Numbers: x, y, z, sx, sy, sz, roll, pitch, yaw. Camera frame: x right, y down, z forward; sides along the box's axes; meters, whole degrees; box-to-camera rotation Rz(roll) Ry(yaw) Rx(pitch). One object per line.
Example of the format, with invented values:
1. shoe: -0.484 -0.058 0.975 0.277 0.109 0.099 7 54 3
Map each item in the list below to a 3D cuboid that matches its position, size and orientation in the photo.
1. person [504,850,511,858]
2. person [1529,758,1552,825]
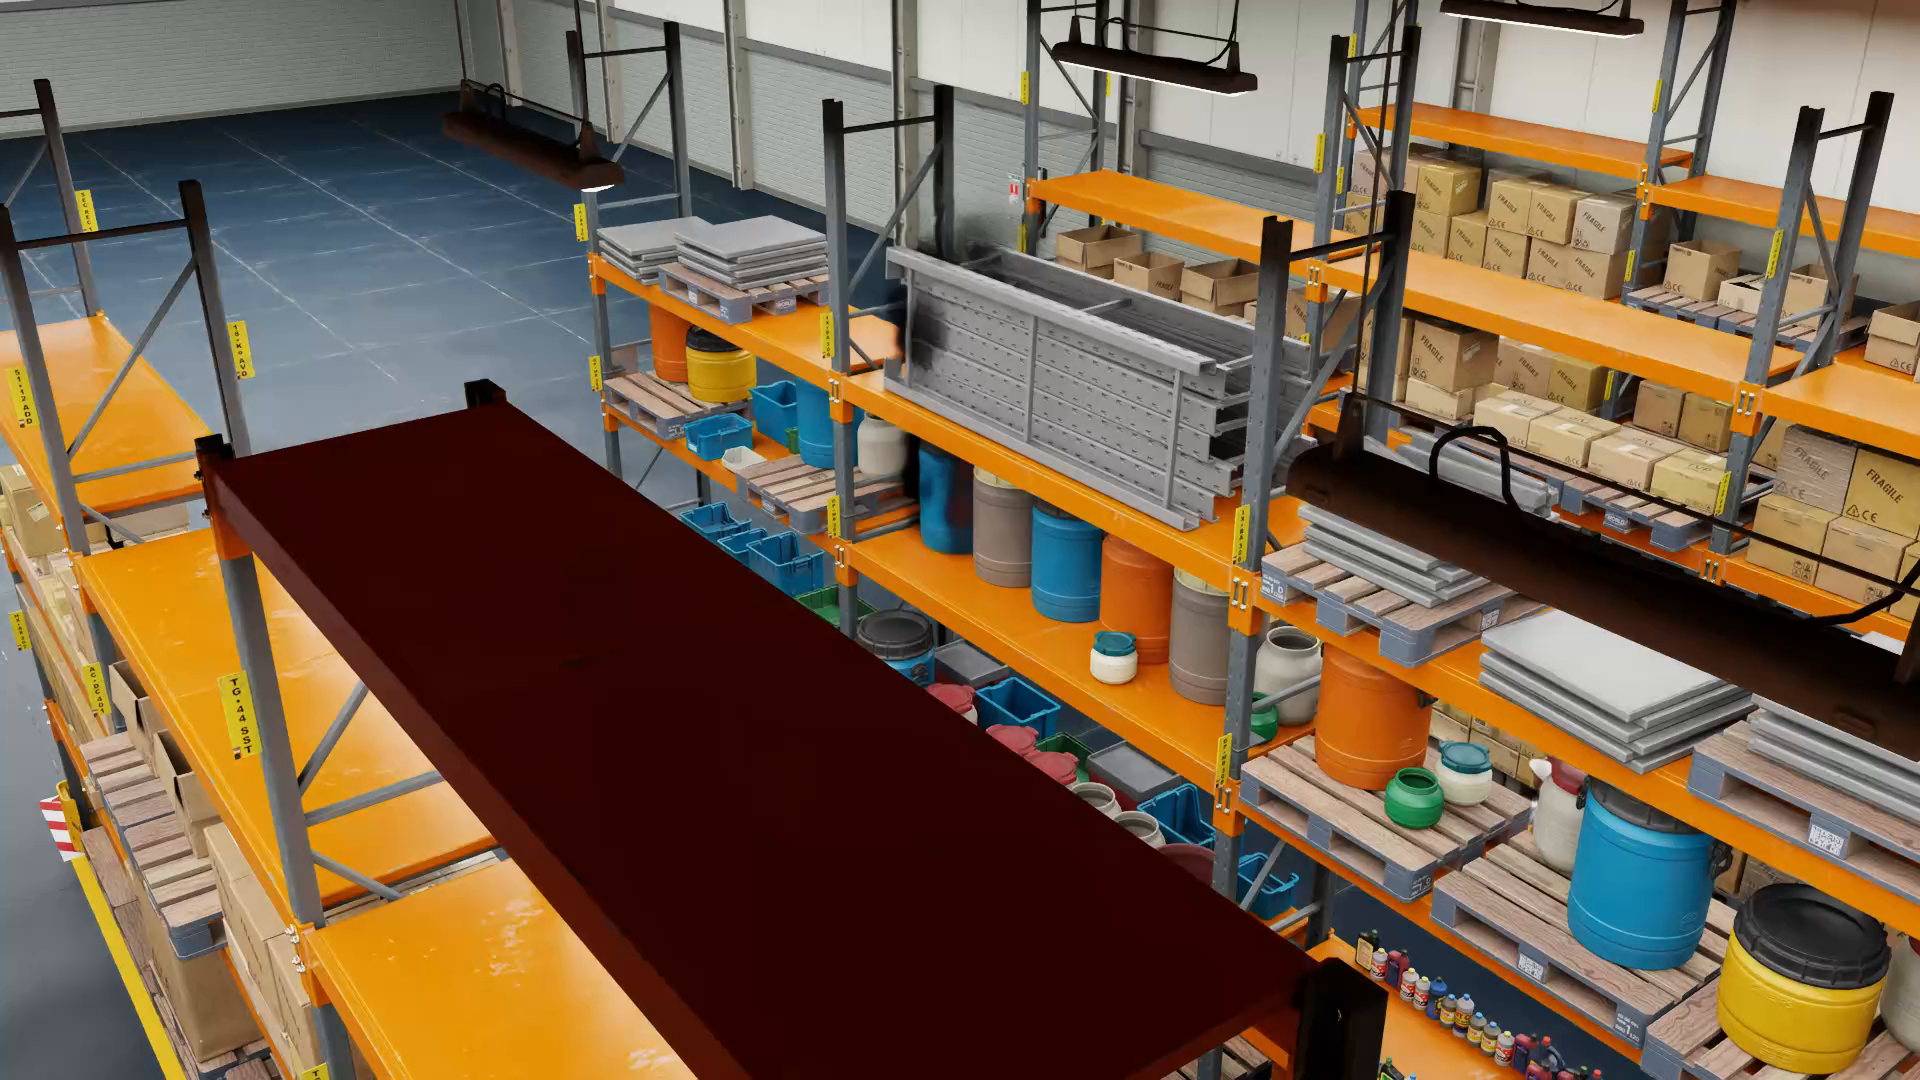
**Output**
1. person: -3.305 1.860 12.289 0.560 1.733 0.678 21 32 38
2. person: 4.134 2.294 11.793 0.701 1.698 0.934 -22 32 -39
